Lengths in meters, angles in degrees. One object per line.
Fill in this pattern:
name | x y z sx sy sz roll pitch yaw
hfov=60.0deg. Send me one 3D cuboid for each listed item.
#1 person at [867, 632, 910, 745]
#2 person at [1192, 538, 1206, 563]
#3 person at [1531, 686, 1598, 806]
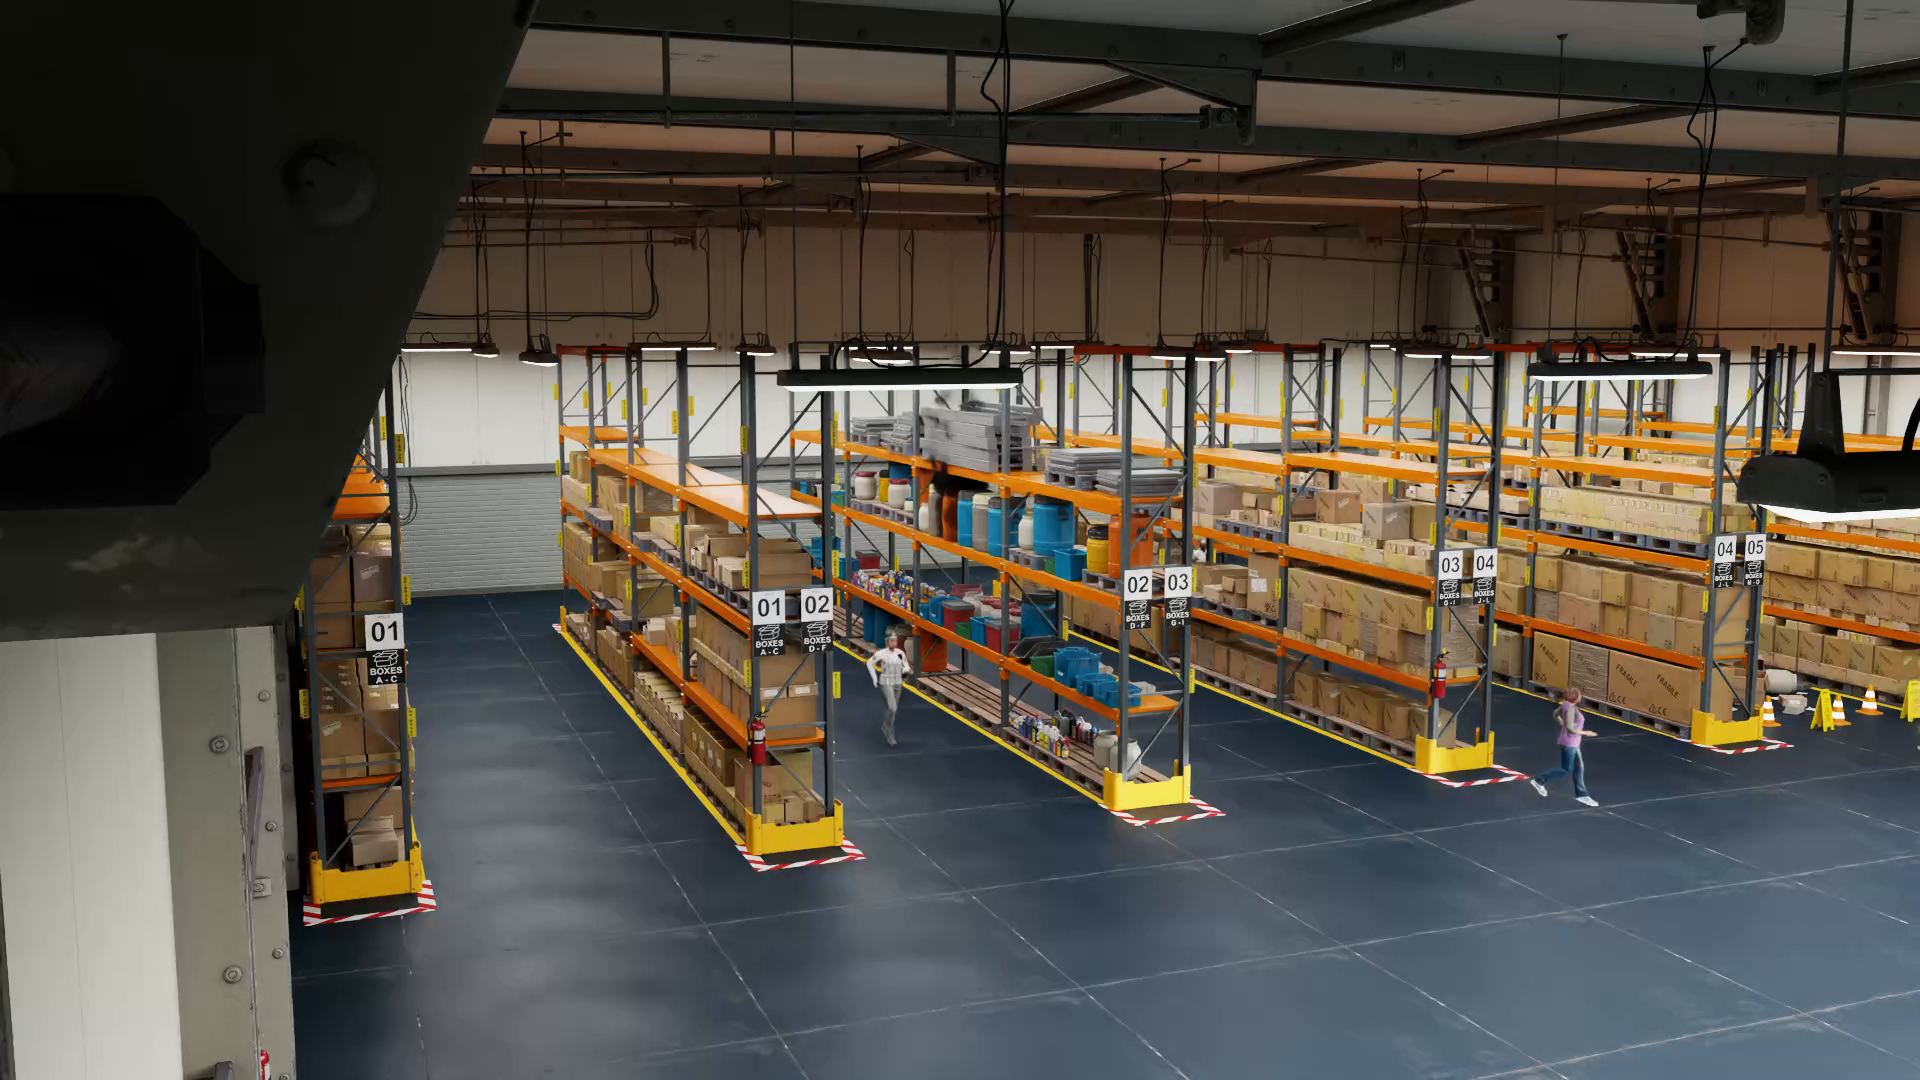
person | -1.054 2.265 25.523 0.576 1.743 0.710 -5 9 -33
person | 5.448 0.780 37.221 0.573 1.705 0.809 -2 7 -12
person | 8.079 2.733 22.143 0.858 1.606 0.560 2 8 18
